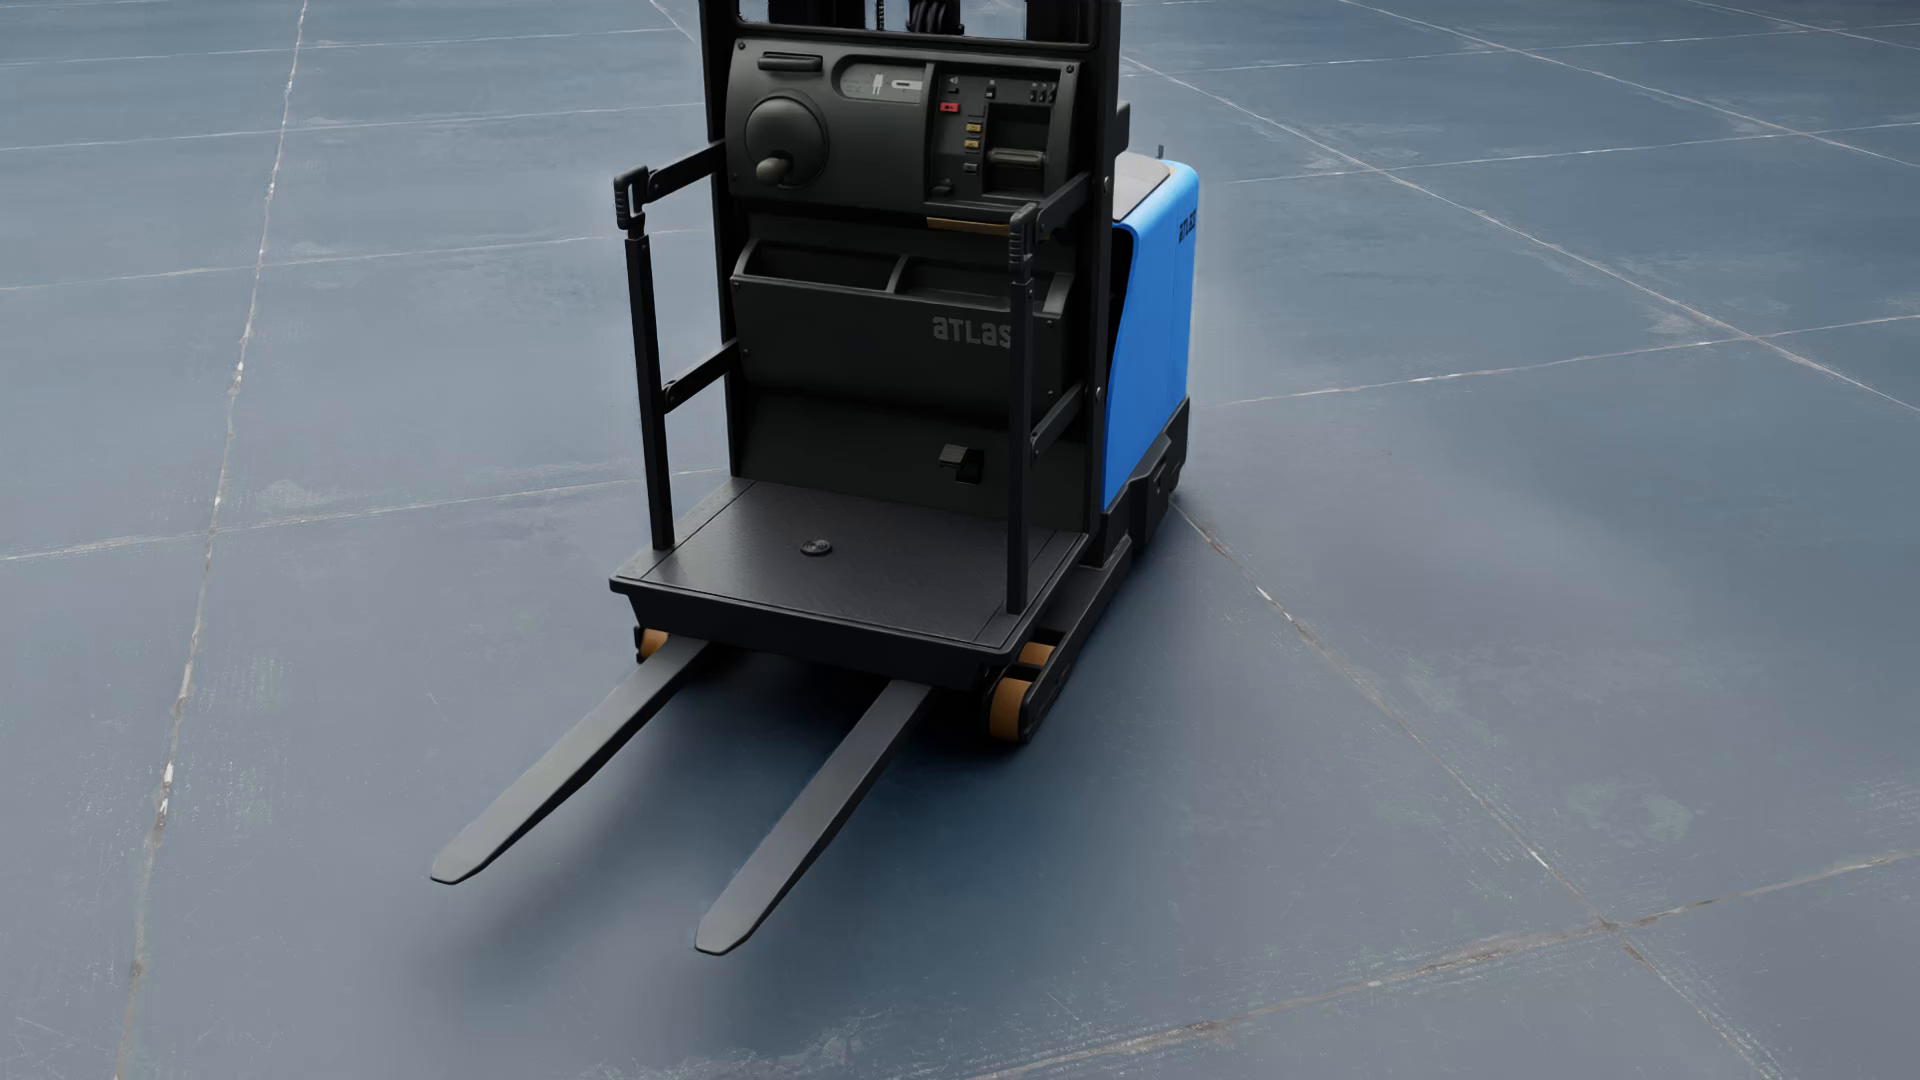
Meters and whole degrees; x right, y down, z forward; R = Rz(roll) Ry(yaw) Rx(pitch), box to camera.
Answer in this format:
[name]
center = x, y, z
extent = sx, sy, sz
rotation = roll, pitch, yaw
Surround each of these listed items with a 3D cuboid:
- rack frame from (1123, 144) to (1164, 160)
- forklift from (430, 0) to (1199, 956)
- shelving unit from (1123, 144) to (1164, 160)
[rack frame]
center = 0.616, -0.874, 5.828
extent = 0.008, 1.050, 0.200
rotation = -19, 32, -34
[forklift]
center = -0.230, -1.006, 3.981
extent = 1.130, 2.935, 3.031
rotation = 10, 28, 18
[shelving unit]
center = 0.520, -0.840, 5.760
extent = 0.252, 1.050, 0.215
rotation = -19, 32, -34
